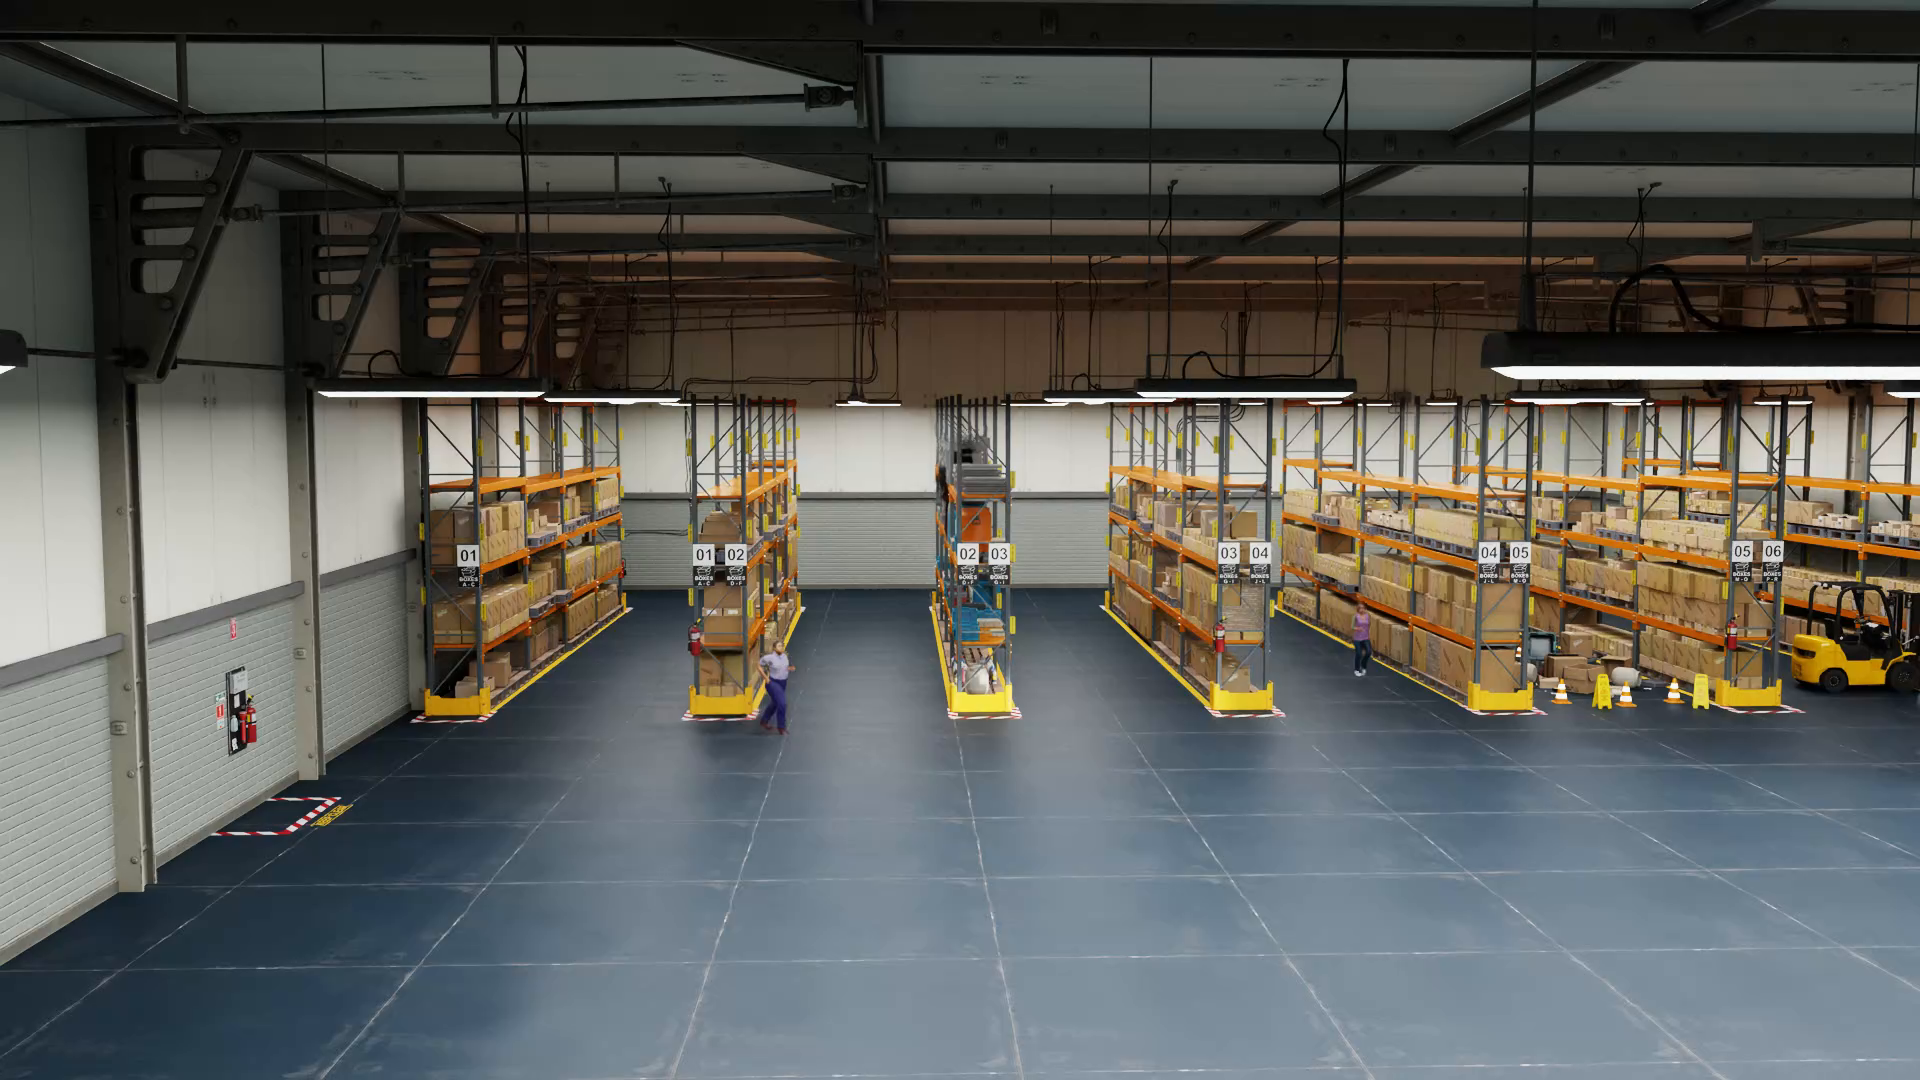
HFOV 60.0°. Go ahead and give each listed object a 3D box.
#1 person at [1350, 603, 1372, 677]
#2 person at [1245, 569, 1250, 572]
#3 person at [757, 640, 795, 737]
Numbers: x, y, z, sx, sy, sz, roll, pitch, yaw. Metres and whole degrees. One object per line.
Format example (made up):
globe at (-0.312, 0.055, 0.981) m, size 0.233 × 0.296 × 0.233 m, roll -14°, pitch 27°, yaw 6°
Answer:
person at (8.582, 2.139, 35.448) m, size 0.516 × 1.588 × 0.595 m, roll -1°, pitch 5°, yaw -7°
person at (7.976, 1.243, 45.229) m, size 0.665 × 1.771 × 1.004 m, roll 0°, pitch 5°, yaw 4°
person at (-3.240, 2.623, 29.343) m, size 0.762 × 1.693 × 0.576 m, roll 3°, pitch 5°, yaw 32°
